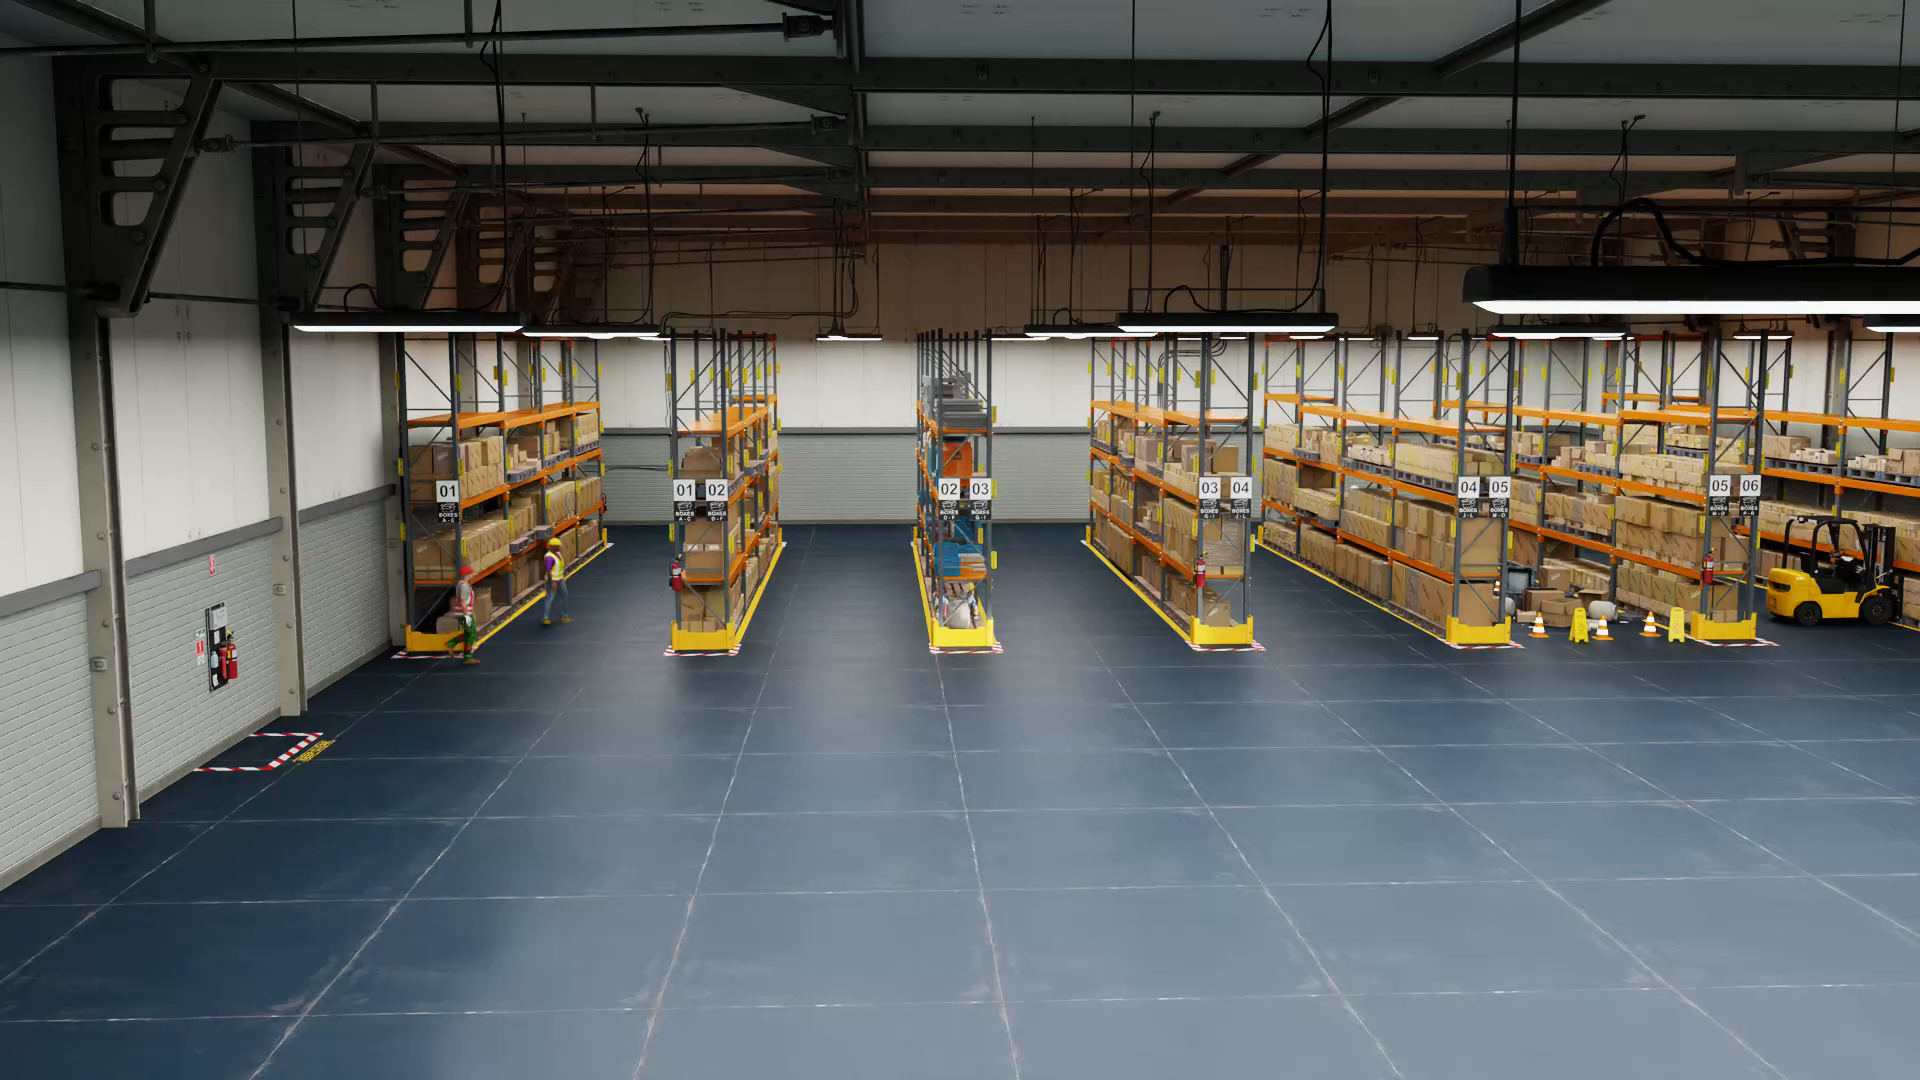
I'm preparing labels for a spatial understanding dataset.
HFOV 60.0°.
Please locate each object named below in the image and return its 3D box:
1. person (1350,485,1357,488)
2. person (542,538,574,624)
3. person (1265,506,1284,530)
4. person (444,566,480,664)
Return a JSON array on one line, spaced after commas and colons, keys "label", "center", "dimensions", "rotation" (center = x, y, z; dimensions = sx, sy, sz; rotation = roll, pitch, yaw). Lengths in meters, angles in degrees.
[{"label": "person", "center": [11.005, -0.636, 46.487], "dimensions": [0.370, 1.777, 0.574], "rotation": [1, 7, 6]}, {"label": "person", "center": [-8.289, 0.852, 34.060], "dimensions": [0.468, 1.808, 0.680], "rotation": [3, 7, 22]}, {"label": "person", "center": [9.481, -1.004, 50.400], "dimensions": [0.685, 1.561, 0.492], "rotation": [-2, 7, -16]}, {"label": "person", "center": [-8.924, 1.341, 29.700], "dimensions": [0.661, 1.762, 0.610], "rotation": [0, 7, -3]}]
